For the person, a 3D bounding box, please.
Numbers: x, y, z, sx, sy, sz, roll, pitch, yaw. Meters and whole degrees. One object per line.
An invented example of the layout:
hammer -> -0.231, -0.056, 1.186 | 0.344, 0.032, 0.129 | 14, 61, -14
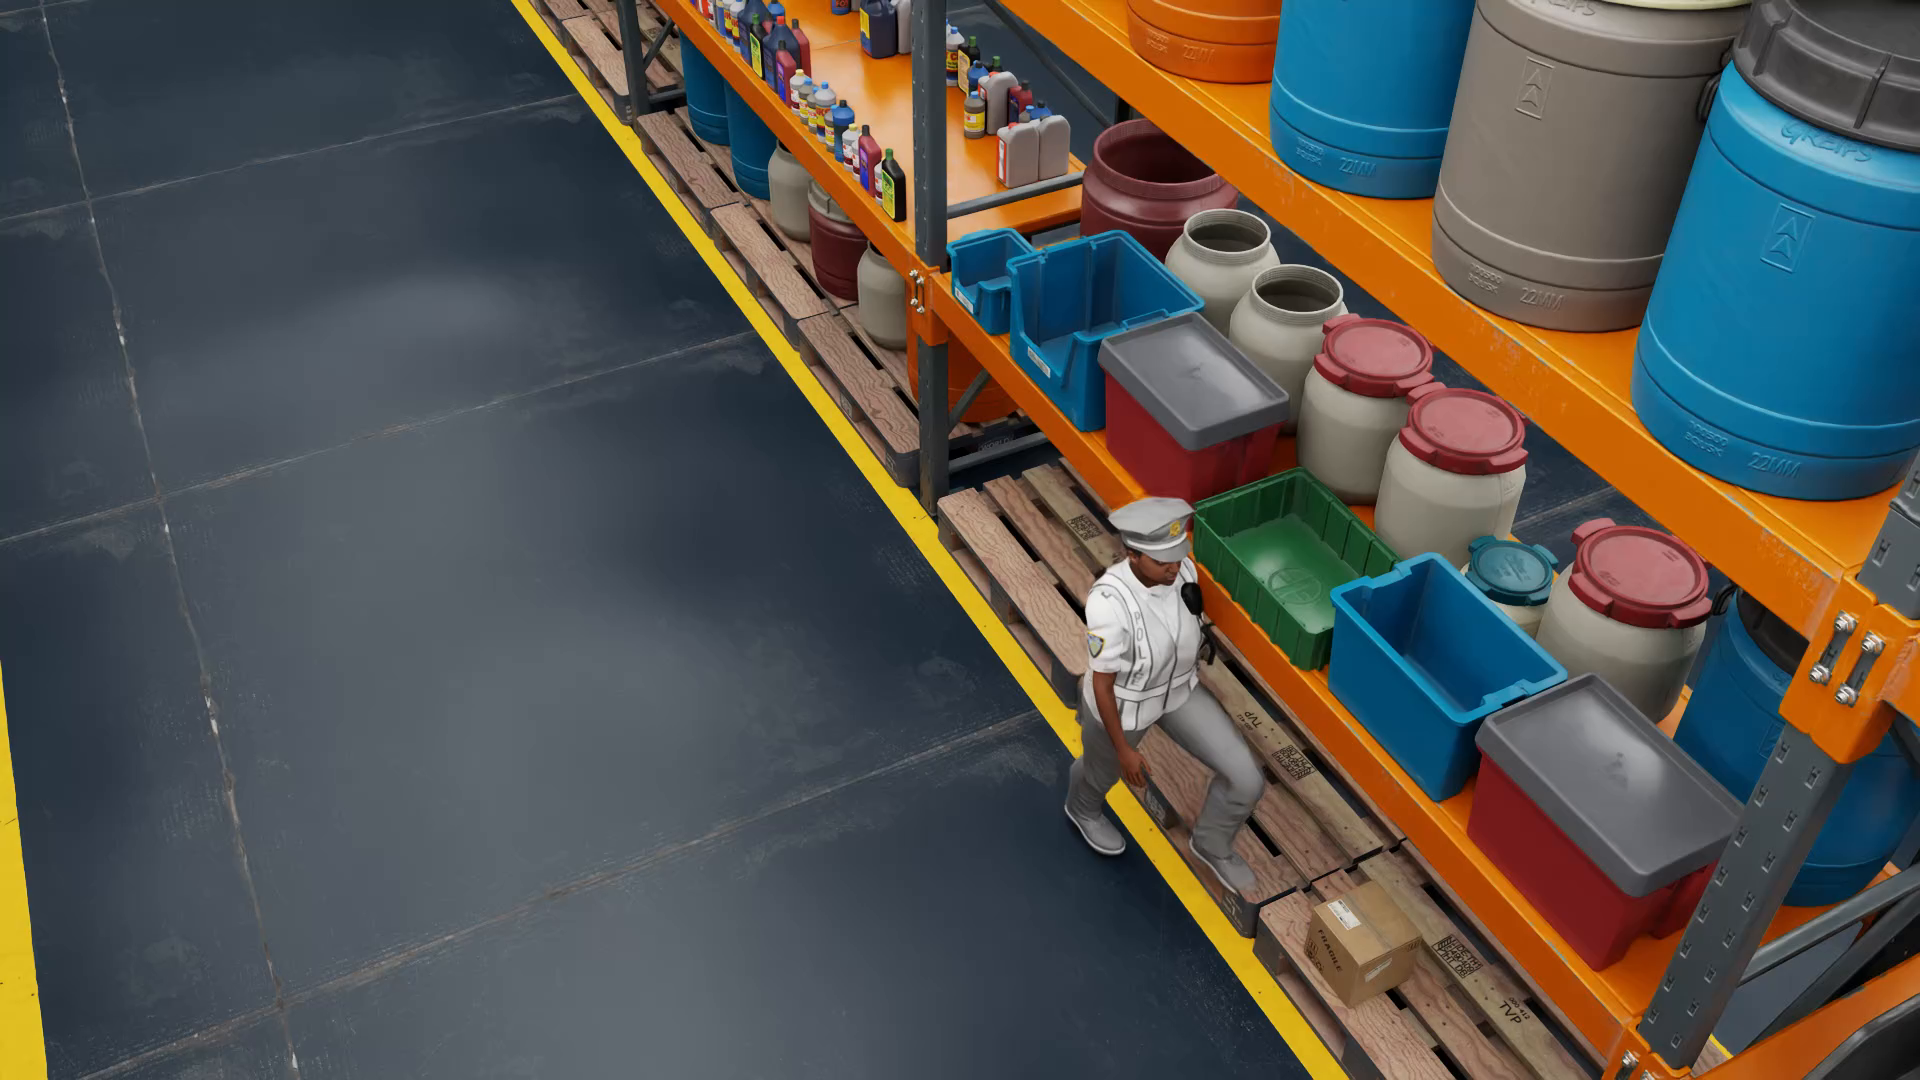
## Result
person -> 0.657, 0.576, 5.470 | 0.488, 1.660, 0.780 | -23, 47, -24
